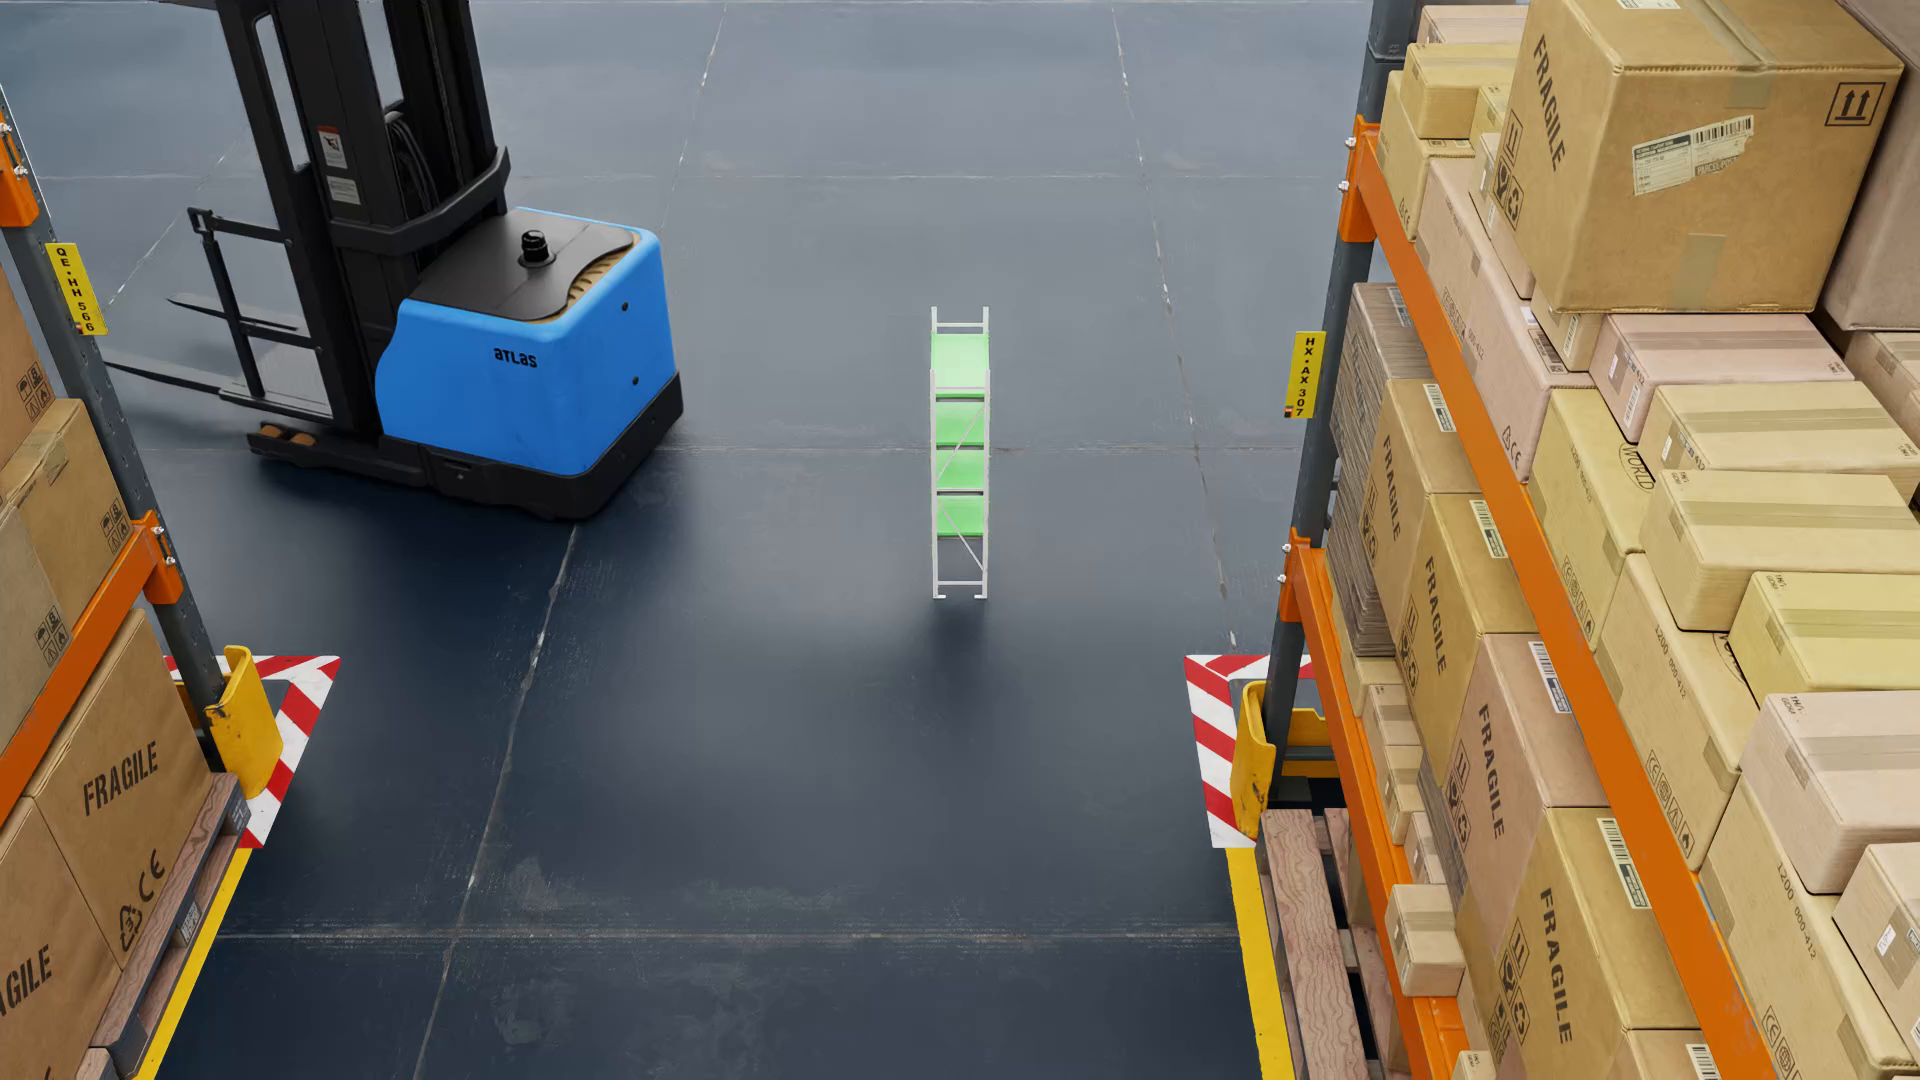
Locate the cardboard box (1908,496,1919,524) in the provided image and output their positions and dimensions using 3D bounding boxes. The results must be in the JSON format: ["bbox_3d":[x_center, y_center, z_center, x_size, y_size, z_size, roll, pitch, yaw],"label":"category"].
[{"bbox_3d":[1.903,-0.051,3.137,0.500,0.250,0.500,-1,39,-1],"label":"cardboard box"}]

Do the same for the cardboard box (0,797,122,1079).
[{"bbox_3d":[-3.243,1.392,4.978,0.875,0.875,0.875,-1,39,-1],"label":"cardboard box"}]

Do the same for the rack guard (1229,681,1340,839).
[{"bbox_3d":[1.647,0.835,6.308,1.175,0.500,0.348,0,39,0],"label":"rack guard"}]

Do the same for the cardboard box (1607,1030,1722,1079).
[{"bbox_3d":[1.374,1.174,2.769,0.500,0.500,0.500,0,39,0],"label":"cardboard box"}]

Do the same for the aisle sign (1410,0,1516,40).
[{"bbox_3d":[1.347,-1.241,4.821,0.394,0.787,0.004,0,39,0],"label":"aisle sign"}]

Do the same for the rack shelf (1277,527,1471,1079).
[{"bbox_3d":[1.649,1.344,4.250,1.077,0.370,4.000,0,39,0],"label":"rack shelf"}]

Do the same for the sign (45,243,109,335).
[{"bbox_3d":[-2.770,-0.784,5.214,0.100,0.325,0.005,0,39,0],"label":"sign"}]

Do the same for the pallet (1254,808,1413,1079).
[{"bbox_3d":[1.613,1.456,5.765,1.003,0.211,1.213,0,39,0],"label":"pallet"}]

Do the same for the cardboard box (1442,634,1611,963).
[{"bbox_3d":[1.377,0.549,3.549,0.500,0.500,0.500,0,39,0],"label":"cardboard box"}]

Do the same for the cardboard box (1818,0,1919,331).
[{"bbox_3d":[1.902,-0.740,3.158,0.500,0.500,0.500,0,39,0],"label":"cardboard box"}]

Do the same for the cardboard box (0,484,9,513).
[{"bbox_3d":[-3.258,-0.152,4.557,0.875,0.550,0.550,0,39,0],"label":"cardboard box"}]

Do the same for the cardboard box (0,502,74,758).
[{"bbox_3d":[-3.245,0.270,4.895,0.875,0.550,0.550,0,39,0],"label":"cardboard box"}]

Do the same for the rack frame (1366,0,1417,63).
[{"bbox_3d":[1.647,-2.529,3.710,1.000,3.000,0.127,0,39,0],"label":"rack frame"}]

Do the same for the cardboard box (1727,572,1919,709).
[{"bbox_3d":[1.414,0.185,2.523,0.380,0.149,0.250,1,39,2],"label":"cardboard box"}]

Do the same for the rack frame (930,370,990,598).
[{"bbox_3d":[0.000,-0.212,7.055,0.240,1.200,0.015,0,39,0],"label":"rack frame"}]

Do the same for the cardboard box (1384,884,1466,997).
[{"bbox_3d":[1.314,1.027,4.271,0.380,0.149,0.250,0,39,0],"label":"cardboard box"}]

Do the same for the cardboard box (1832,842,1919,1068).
[{"bbox_3d":[1.367,0.519,2.106,0.380,0.149,0.250,-2,39,-2],"label":"cardboard box"}]

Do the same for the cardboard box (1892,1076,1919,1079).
[{"bbox_3d":[1.390,0.917,1.929,0.500,0.250,0.500,1,39,2],"label":"cardboard box"}]

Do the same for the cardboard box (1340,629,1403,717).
[{"bbox_3d":[1.375,0.401,5.052,0.380,0.149,0.250,0,39,0],"label":"cardboard box"}]

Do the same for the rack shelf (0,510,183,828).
[{"bbox_3d":[-3.311,1.284,4.325,1.077,0.370,4.000,0,39,0],"label":"rack shelf"}]

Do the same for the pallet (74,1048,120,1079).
[{"bbox_3d":[-3.235,2.102,4.959,1.003,0.211,1.213,0,39,0],"label":"pallet"}]

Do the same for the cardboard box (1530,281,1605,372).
[{"bbox_3d":[1.384,-0.470,3.340,0.380,0.149,0.250,-2,39,-2],"label":"cardboard box"}]

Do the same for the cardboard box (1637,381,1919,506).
[{"bbox_3d":[1.444,-0.150,2.941,0.380,0.149,0.250,-1,39,-2],"label":"cardboard box"}]

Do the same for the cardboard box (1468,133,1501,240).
[{"bbox_3d":[1.372,-0.793,3.743,0.380,0.149,0.250,1,39,2],"label":"cardboard box"}]

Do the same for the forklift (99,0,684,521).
[{"bbox_3d":[-2.978,-1.797,7.648,3.031,2.935,1.130,13,40,15],"label":"forklift"}]

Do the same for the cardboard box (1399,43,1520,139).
[{"bbox_3d":[1.320,-1.121,4.153,0.380,0.149,0.250,1,39,1],"label":"cardboard box"}]

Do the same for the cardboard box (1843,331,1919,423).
[{"bbox_3d":[1.907,-0.297,3.124,0.380,0.149,0.250,-2,39,-2],"label":"cardboard box"}]

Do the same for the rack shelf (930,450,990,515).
[{"bbox_3d":[0.000,-0.315,7.286,0.258,0.148,0.480,0,39,0],"label":"rack shelf"}]

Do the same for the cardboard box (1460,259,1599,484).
[{"bbox_3d":[1.392,-0.366,3.529,0.500,0.250,0.500,0,39,0],"label":"cardboard box"}]

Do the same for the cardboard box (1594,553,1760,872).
[{"bbox_3d":[1.394,0.271,2.734,0.500,0.250,0.500,0,39,0],"label":"cardboard box"}]

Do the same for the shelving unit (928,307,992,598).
[{"bbox_3d":[0.000,-0.365,7.246,0.258,1.200,0.503,0,39,0],"label":"shelving unit"}]

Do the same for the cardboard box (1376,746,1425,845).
[{"bbox_3d":[1.390,0.714,4.661,0.380,0.149,0.250,0,39,0],"label":"cardboard box"}]

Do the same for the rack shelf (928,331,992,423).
[{"bbox_3d":[0.000,-0.689,6.985,0.258,0.148,0.480,0,39,0],"label":"rack shelf"}]

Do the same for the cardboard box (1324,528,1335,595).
[{"bbox_3d":[1.409,0.089,5.442,0.380,0.149,0.250,0,39,0],"label":"cardboard box"}]

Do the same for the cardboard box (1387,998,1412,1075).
[{"bbox_3d":[1.666,1.388,5.282,0.500,0.500,0.500,10,40,12],"label":"cardboard box"}]

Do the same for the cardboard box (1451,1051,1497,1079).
[{"bbox_3d":[1.370,1.339,3.881,0.380,0.149,0.250,0,39,0],"label":"cardboard box"}]

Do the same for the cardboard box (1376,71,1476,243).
[{"bbox_3d":[1.389,-0.998,4.319,0.500,0.250,0.500,1,39,1],"label":"cardboard box"}]

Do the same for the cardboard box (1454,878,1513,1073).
[{"bbox_3d":[1.687,0.939,3.862,0.875,0.500,0.500,0,39,0],"label":"cardboard box"}]

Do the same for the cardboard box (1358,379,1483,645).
[{"bbox_3d":[1.369,-0.076,4.329,0.500,0.500,0.500,0,39,0],"label":"cardboard box"}]

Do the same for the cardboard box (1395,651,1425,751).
[{"bbox_3d":[1.741,0.314,4.642,0.875,0.500,0.500,0,39,0],"label":"cardboard box"}]
